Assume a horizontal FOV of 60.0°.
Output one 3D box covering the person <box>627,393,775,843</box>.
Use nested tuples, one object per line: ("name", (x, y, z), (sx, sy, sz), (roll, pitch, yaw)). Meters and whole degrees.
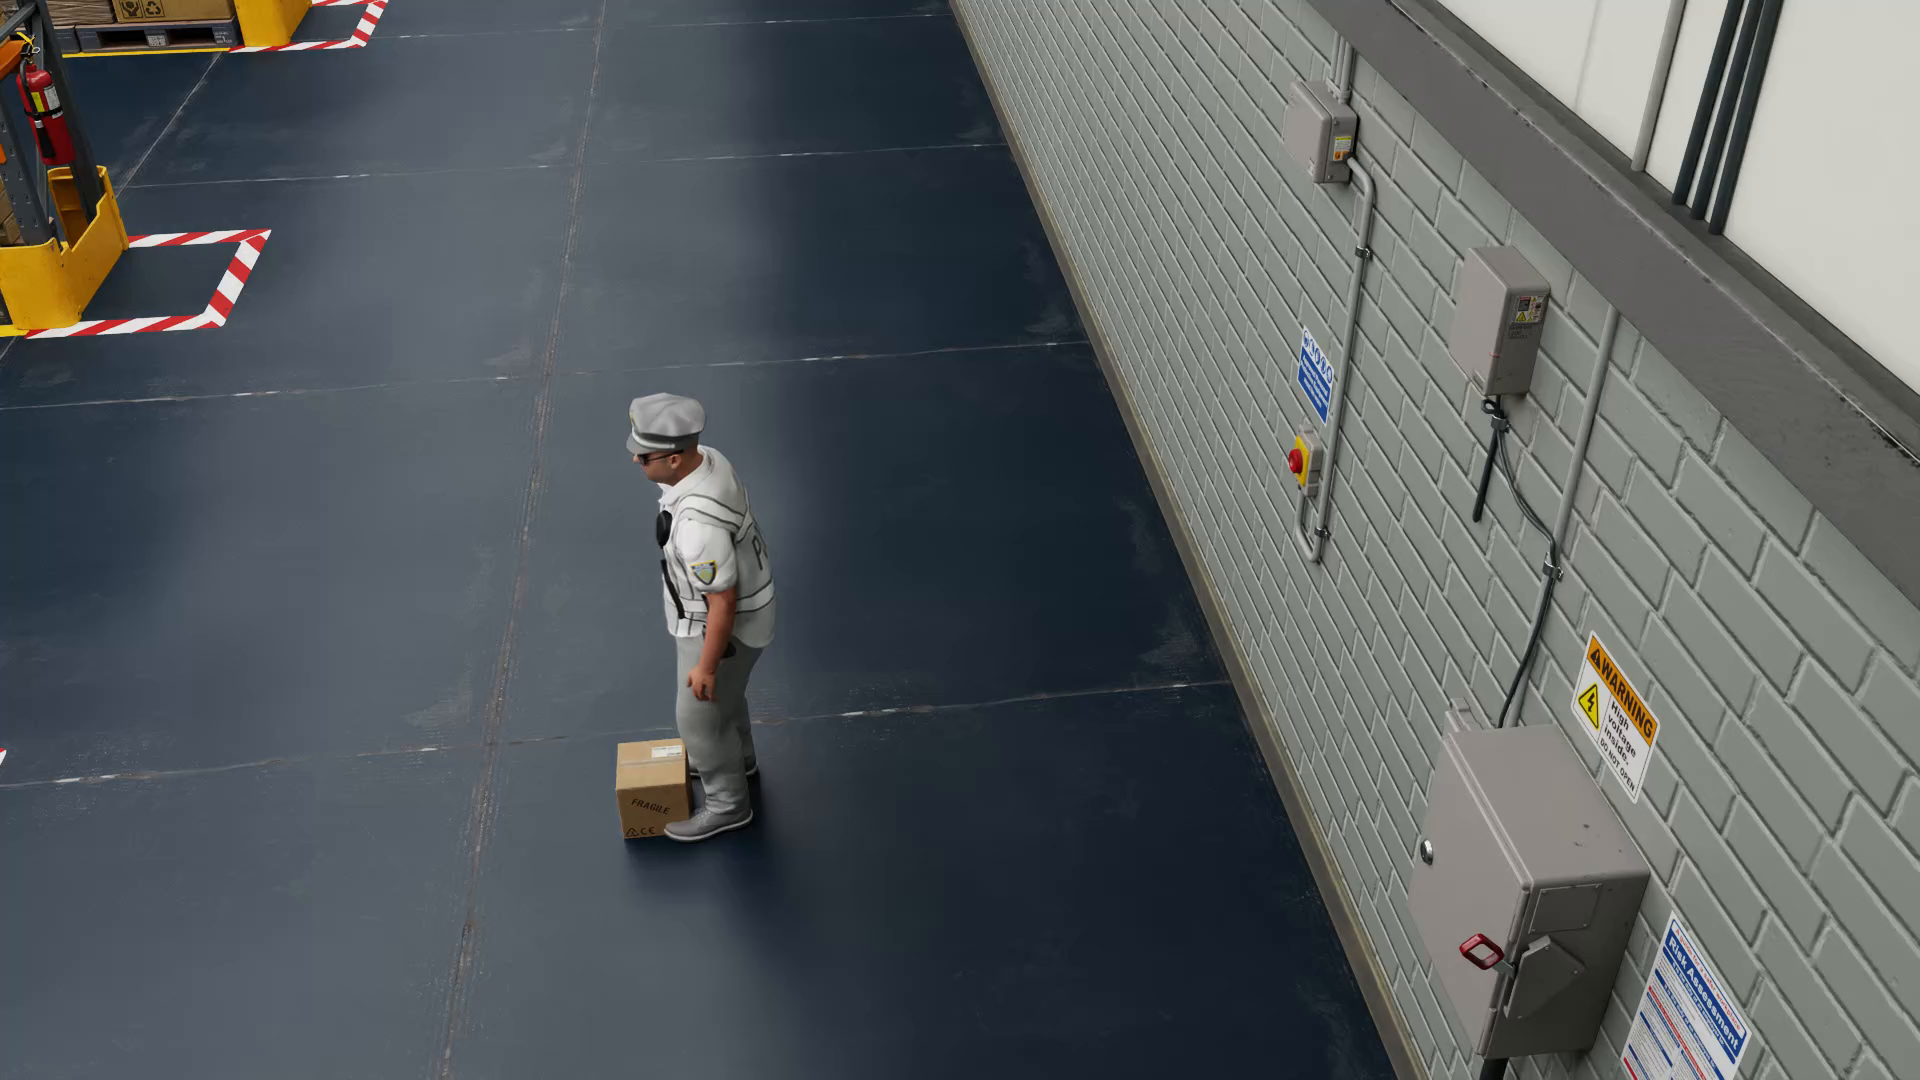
("person", (-0.873, 0.276, 5.734), (0.473, 1.751, 0.606), (-6, 35, -9))
